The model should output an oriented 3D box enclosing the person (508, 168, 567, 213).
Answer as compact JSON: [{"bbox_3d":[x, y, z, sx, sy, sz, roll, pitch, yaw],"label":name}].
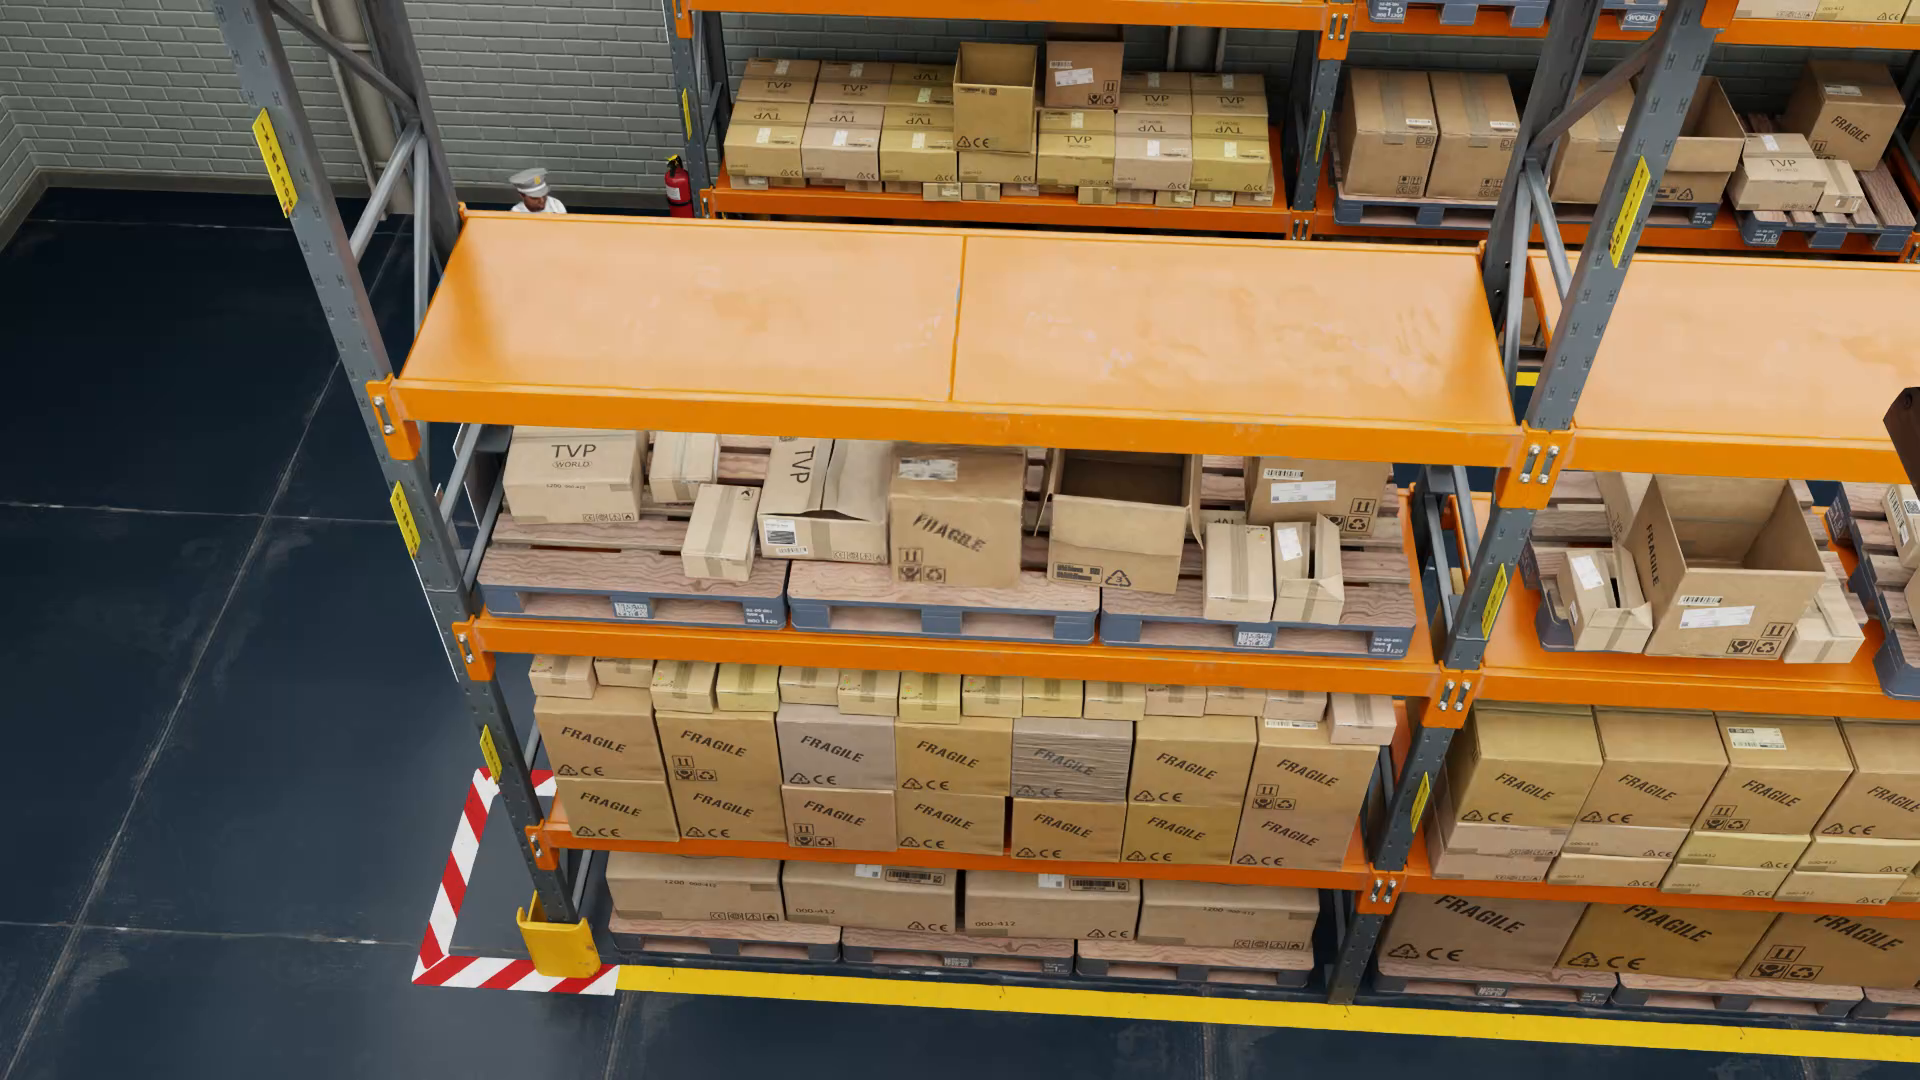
[{"bbox_3d":[-2.794,-1.806,11.222,0.463,1.662,0.625,-31,55,-25],"label":"person"}]
